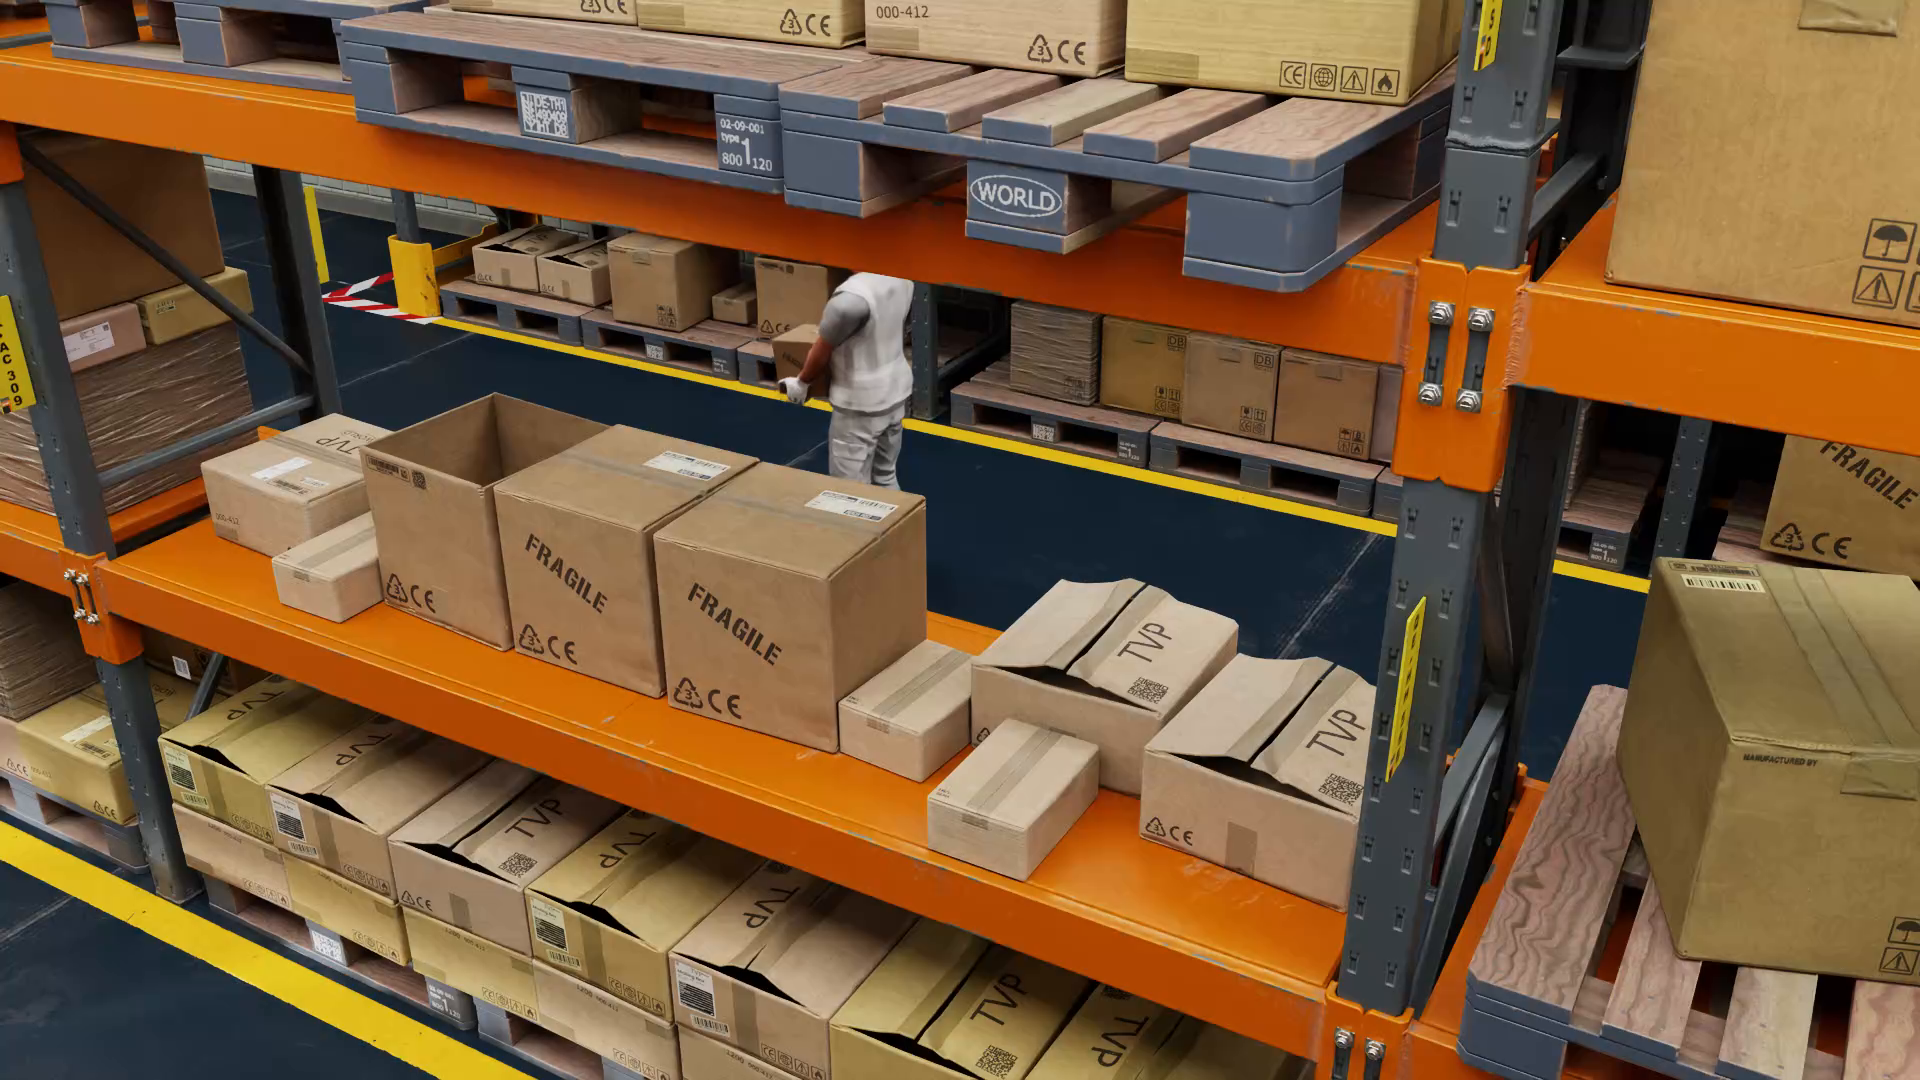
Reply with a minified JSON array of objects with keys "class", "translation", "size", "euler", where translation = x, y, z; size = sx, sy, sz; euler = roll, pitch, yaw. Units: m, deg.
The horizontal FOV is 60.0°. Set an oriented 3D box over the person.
[{"class":"person","translation":[-0.504,-0.620,7.343],"size":[0.559,1.786,0.495],"euler":[14,30,26]}]
